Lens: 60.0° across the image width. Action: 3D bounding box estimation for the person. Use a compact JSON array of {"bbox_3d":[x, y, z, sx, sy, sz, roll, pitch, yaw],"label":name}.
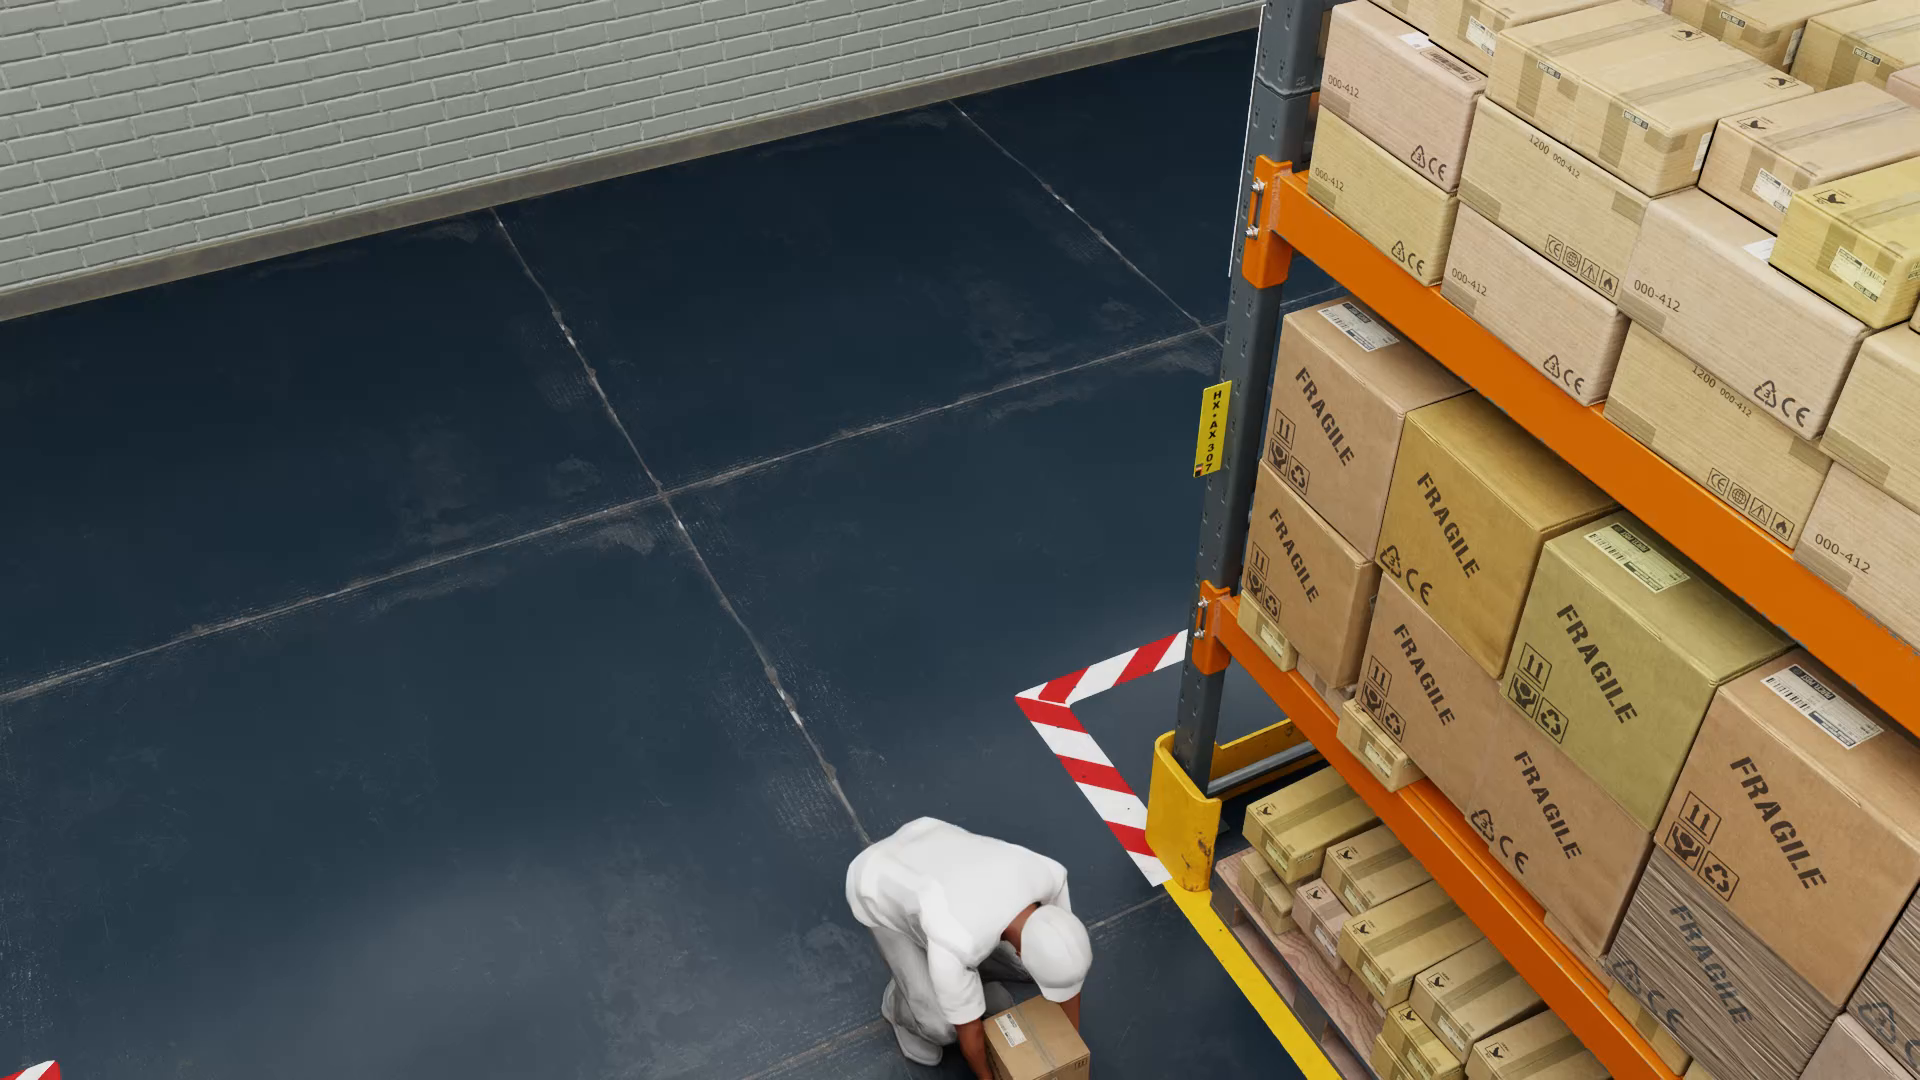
[{"bbox_3d":[0.054,1.293,5.234,0.532,1.011,0.924,-27,48,-28],"label":"person"}]
